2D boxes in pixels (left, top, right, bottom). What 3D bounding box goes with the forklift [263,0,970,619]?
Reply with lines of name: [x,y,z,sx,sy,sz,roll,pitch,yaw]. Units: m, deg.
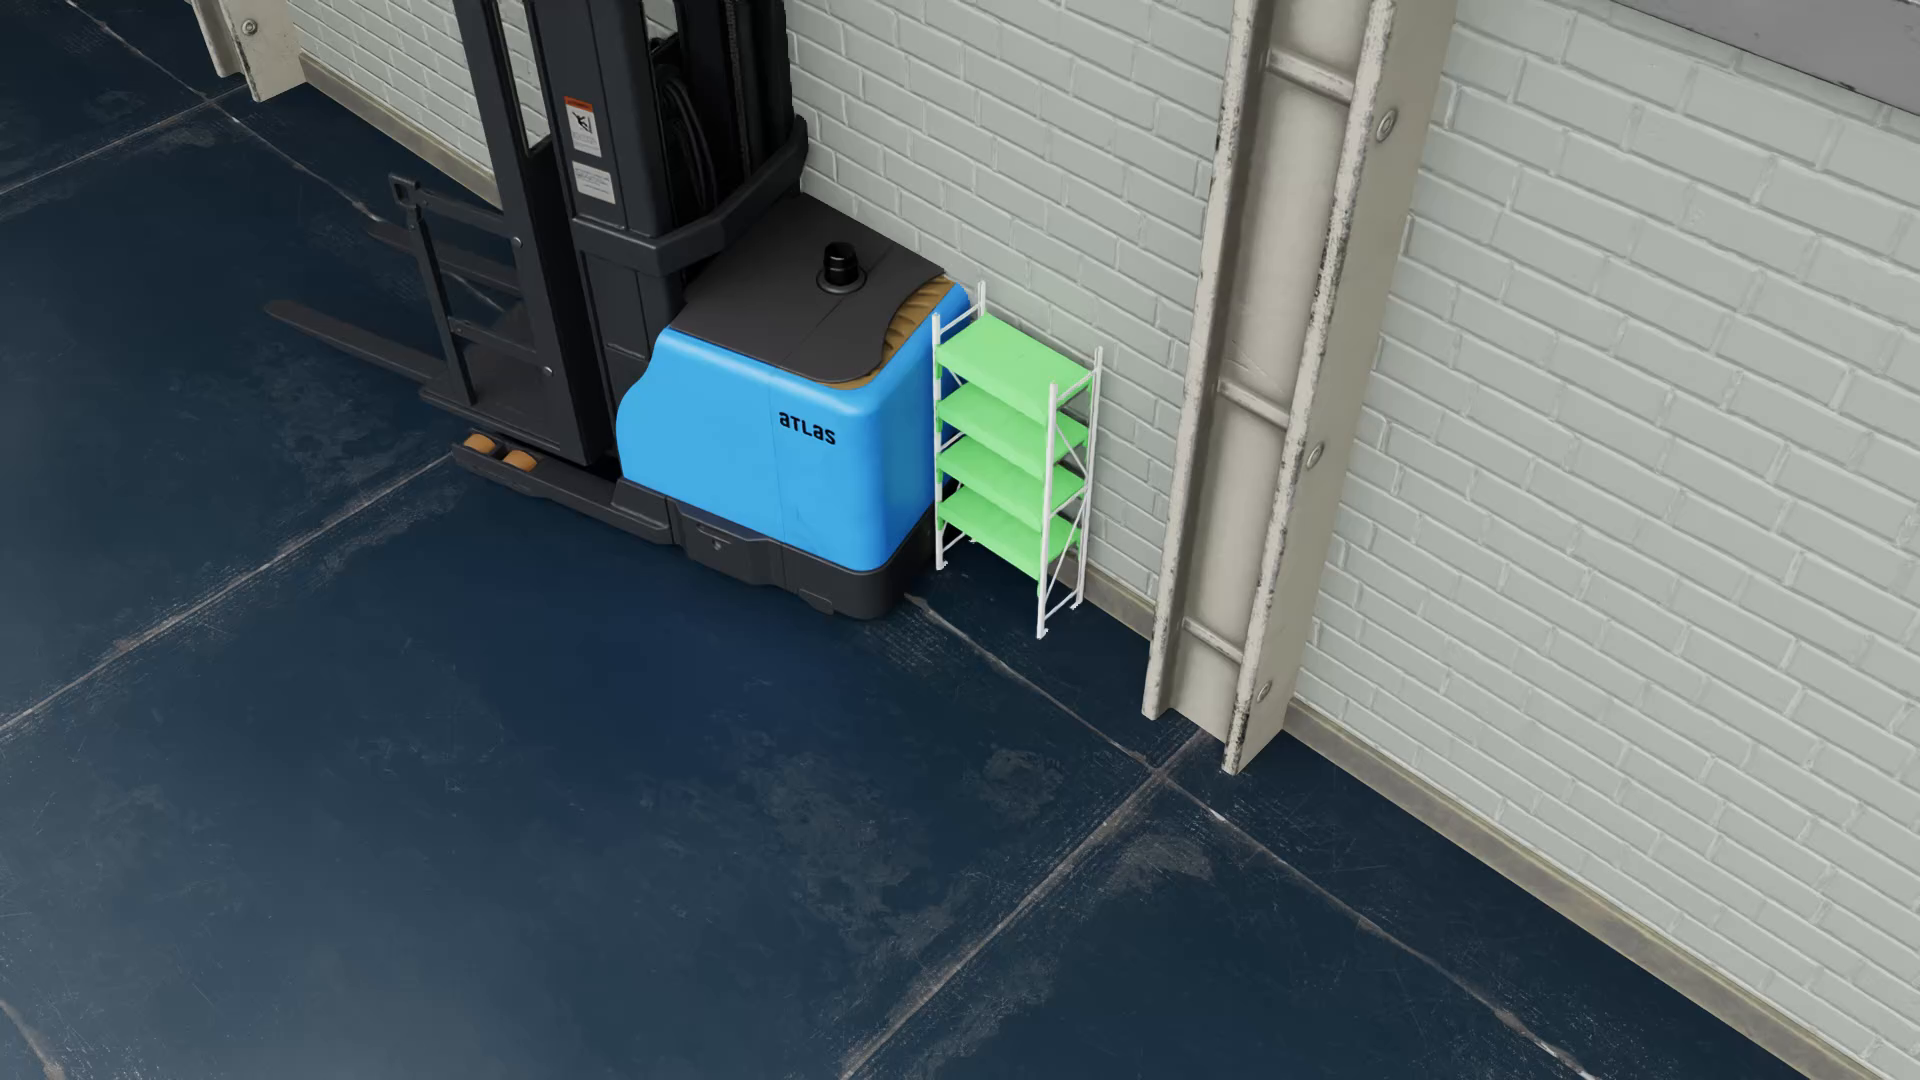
forklift: [-1.379,-1.502,5.650,3.031,2.935,1.130,21,50,19]

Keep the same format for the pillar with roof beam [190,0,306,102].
pillar with roof beam: [-6.461,-3.136,3.022,0.400,9.000,9.100,34,55,28]

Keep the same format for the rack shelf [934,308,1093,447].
rack shelf: [0.178,-0.528,5.352,0.480,0.148,0.258,33,55,27]

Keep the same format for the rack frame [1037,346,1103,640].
rack frame: [0.359,-0.124,5.543,0.015,1.200,0.240,33,55,27]

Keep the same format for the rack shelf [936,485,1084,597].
rack shelf: [0.178,-0.035,5.877,0.480,0.148,0.258,33,55,27]

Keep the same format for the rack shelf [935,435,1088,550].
rack shelf: [0.178,-0.199,5.702,0.480,0.148,0.258,33,55,27]

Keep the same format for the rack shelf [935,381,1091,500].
rack shelf: [0.178,-0.364,5.527,0.480,0.148,0.258,33,55,27]

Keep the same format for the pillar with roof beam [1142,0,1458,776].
pillar with roof beam: [-2.052,-0.169,0.236,0.400,9.000,9.100,34,55,28]

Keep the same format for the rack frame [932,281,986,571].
rack frame: [-0.003,-0.363,5.767,0.015,1.200,0.240,33,55,27]

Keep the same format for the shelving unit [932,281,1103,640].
shelving unit: [0.178,-0.243,5.655,0.503,1.200,0.258,33,55,27]
